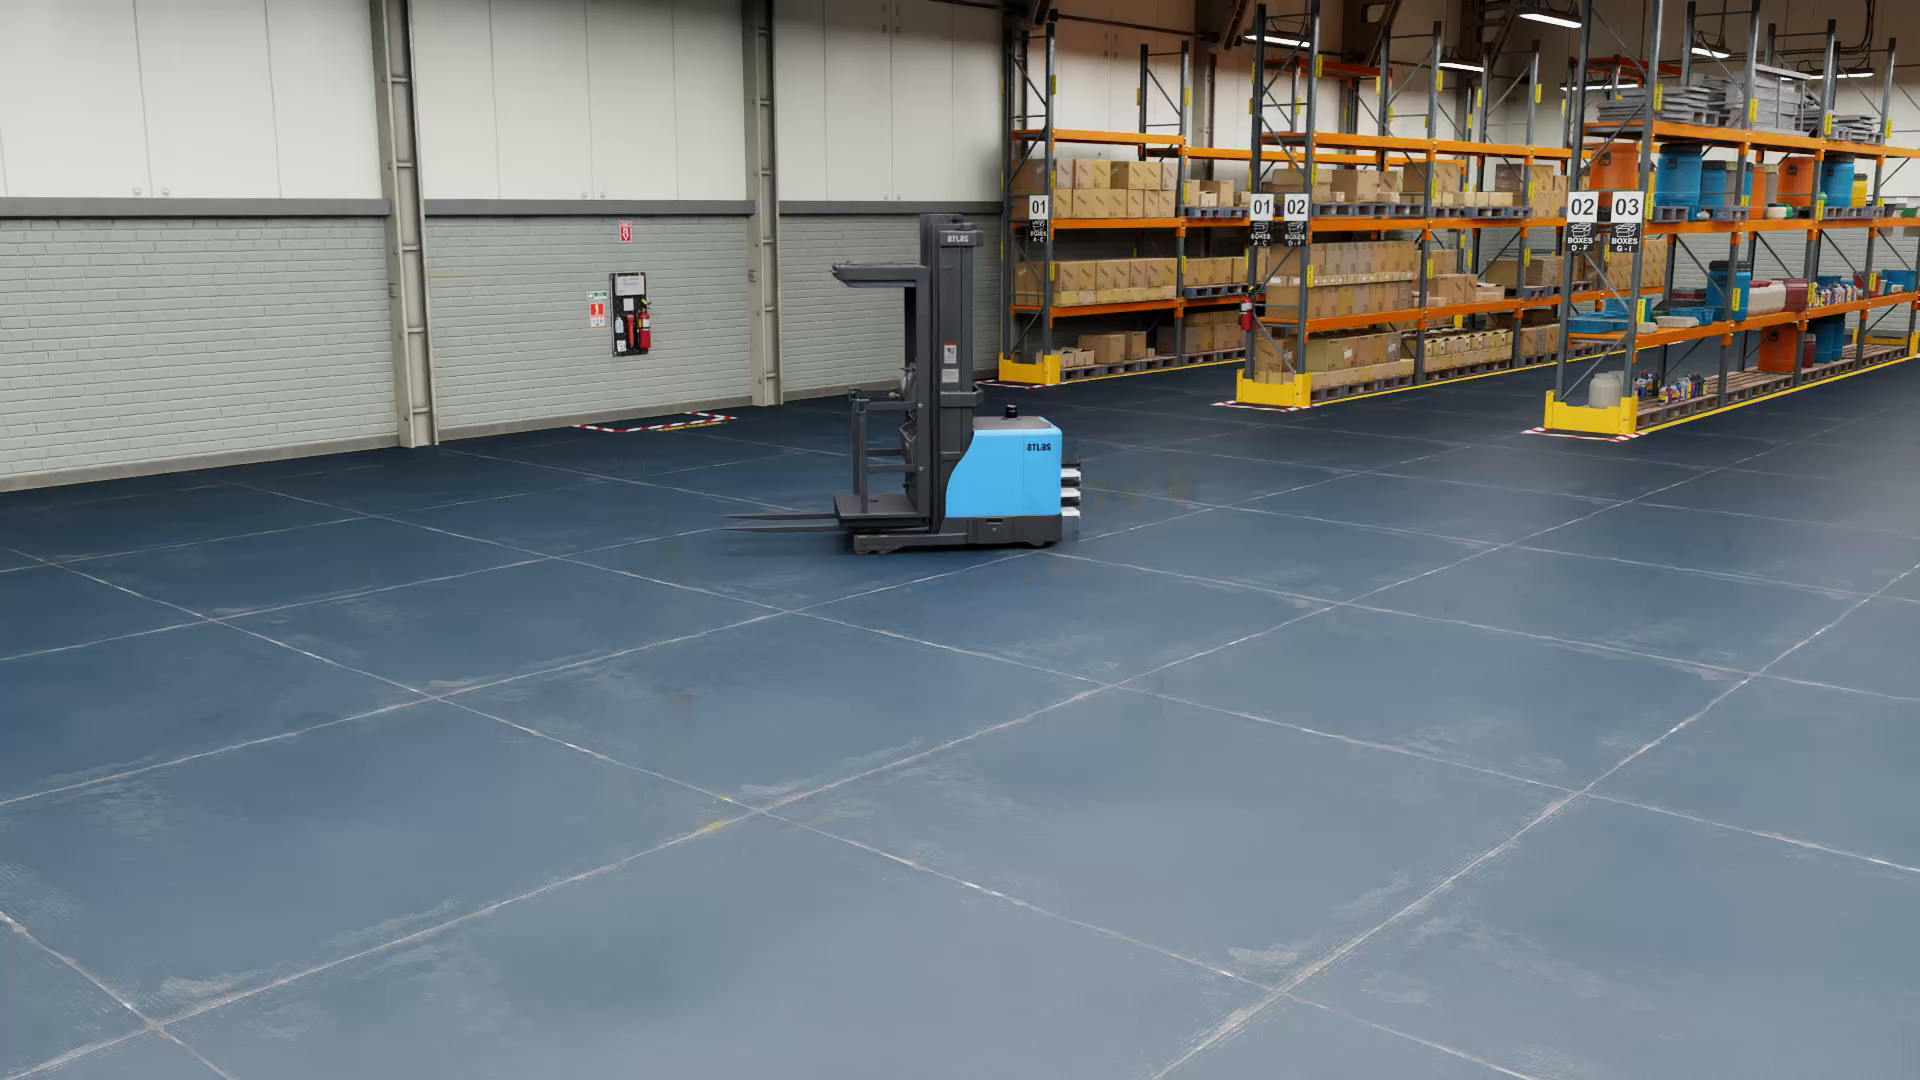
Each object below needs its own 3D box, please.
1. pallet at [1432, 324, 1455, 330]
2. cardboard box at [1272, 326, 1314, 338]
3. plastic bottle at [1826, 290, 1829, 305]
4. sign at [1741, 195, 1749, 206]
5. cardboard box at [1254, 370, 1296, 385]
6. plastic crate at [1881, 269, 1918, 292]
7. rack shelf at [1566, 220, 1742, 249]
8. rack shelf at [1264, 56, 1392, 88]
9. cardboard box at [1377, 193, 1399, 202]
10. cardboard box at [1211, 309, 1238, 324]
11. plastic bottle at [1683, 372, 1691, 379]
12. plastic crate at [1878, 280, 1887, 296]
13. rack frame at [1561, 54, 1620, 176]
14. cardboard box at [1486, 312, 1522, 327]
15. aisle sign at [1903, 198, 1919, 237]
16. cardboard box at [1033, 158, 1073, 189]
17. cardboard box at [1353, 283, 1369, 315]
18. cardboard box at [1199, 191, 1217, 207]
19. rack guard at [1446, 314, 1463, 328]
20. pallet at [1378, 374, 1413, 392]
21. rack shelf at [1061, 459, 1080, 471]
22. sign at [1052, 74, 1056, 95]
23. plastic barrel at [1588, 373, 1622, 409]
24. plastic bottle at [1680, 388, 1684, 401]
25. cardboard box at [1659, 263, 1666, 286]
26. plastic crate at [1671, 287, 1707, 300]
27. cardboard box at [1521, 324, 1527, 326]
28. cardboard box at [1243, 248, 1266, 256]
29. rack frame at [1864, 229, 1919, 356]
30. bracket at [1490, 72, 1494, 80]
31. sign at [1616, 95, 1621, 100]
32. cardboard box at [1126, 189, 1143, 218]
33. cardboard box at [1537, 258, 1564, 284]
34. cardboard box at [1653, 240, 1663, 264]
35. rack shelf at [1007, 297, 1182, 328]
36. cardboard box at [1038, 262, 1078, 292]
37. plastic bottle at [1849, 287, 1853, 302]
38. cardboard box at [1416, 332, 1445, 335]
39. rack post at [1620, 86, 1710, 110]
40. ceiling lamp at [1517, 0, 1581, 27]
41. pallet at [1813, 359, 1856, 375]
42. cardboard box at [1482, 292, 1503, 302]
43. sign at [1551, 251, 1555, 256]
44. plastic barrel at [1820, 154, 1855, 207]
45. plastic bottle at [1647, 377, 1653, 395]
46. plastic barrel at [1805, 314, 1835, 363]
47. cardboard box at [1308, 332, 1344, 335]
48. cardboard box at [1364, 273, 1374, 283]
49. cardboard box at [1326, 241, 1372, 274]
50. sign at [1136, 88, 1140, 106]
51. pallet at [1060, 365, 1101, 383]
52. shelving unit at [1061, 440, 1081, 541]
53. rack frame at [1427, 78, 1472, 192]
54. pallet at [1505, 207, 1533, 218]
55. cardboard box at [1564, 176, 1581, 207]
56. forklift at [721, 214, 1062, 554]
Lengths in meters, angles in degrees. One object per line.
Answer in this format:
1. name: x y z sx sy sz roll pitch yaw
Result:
1. pallet: 11.253 -5.098 40.237 1.003 0.211 1.213 10 15 40
2. cardboard box: 7.025 -4.660 35.337 0.750 0.750 0.750 10 15 40
3. plastic bottle: 15.271 -4.278 29.338 0.097 0.271 0.097 0 11 0
4. sign: 11.649 -4.950 24.692 0.100 0.325 0.005 10 15 40
5. cardboard box: 5.016 -2.574 26.428 0.500 0.250 0.500 10 15 40
6. plastic crate: 19.083 -5.286 33.814 0.616 0.435 0.499 10 15 40
7. rack shelf: 9.923 -4.371 23.655 1.077 0.370 4.000 10 15 40
8. rack shelf: 7.762 -9.930 35.341 1.077 0.370 4.000 10 15 40
9. cardboard box: 6.934 -5.598 27.171 0.380 0.149 0.250 10 15 40
10. cardboard box: 5.246 -4.509 33.514 0.500 0.250 0.500 10 15 40
11. plastic bottle: 10.926 -2.351 25.000 0.144 0.351 0.185 10 15 40
12. plastic crate: 17.670 -4.896 32.255 0.437 0.282 0.530 10 15 40
13. rack frame: 12.805 -8.307 33.866 1.000 3.000 0.127 10 15 40
14. cardboard box: 10.640 -4.311 32.520 0.500 0.250 0.500 11 15 42
15. aisle sign: 19.432 -6.560 33.799 0.394 0.787 0.004 10 15 40
16. cardboard box: 1.597 -6.285 28.541 0.500 0.500 0.500 8 14 36
17. cardboard box: 6.222 -3.944 27.082 0.700 0.500 0.500 10 15 42
18. cardboard box: 4.629 -6.622 32.243 0.500 0.311 0.500 10 15 42
19. rack guard: 11.738 -5.371 40.866 1.175 0.500 0.348 10 15 40
20. pallet: 6.968 -2.709 28.275 1.003 0.211 1.213 10 15 40
21. rack shelf: 0.976 -0.686 15.179 0.200 0.077 0.258 -1 11 -7
22. sign: 1.568 -7.608 27.780 0.100 0.325 0.005 10 15 40
23. plastic barrel: 8.979 -2.051 23.142 0.421 0.512 0.421 0 11 0
24. plastic bottle: 10.527 -2.139 24.320 0.097 0.201 0.097 0 11 0
25. cardboard box: 15.355 -5.902 36.884 0.500 0.500 0.500 10 15 42
26. plastic crate: 11.333 -3.689 25.900 0.402 0.464 0.583 10 15 40
27. cardboard box: 10.948 -4.011 32.930 0.500 0.500 0.500 9 14 38
28. cardboard box: 6.035 -5.896 34.074 0.380 0.149 0.250 7 13 31
29. rack frame: 19.164 -5.313 34.191 1.000 3.000 0.127 10 15 40
30. bracket: 13.396 -11.825 42.288 0.235 0.232 0.430 10 15 40
31. sign: 13.226 -8.772 33.404 0.100 0.325 0.005 10 15 40
32. cardboard box: 2.973 -6.092 30.130 0.500 0.500 0.500 9 14 38
33. cardboard box: 11.686 -5.352 33.061 0.700 0.500 0.500 6 13 26
34. cardboard box: 15.026 -6.318 36.414 0.500 0.500 0.500 10 15 42
35. rack shelf: 2.481 -4.181 30.362 1.077 0.370 4.000 10 15 40
36. cardboard box: 1.702 -4.575 28.914 0.500 0.500 0.500 10 15 40
37. plastic bottle: 16.265 -4.510 30.488 0.152 0.276 0.135 10 15 40
38. cardboard box: 8.581 -3.641 30.339 0.500 0.311 0.500 10 15 40
39. rack post: 9.858 -6.153 23.272 0.937 0.300 0.954 9 15 39
40. ceiling lamp: 9.463 -9.623 25.550 0.800 3.185 2.000 10 15 40
41. pallet: 15.983 -3.249 30.976 1.003 0.211 1.213 10 15 40
42. cardboard box: 9.779 -4.485 30.690 0.380 0.149 0.250 10 15 40
43. sign: 12.393 -5.859 34.714 0.100 0.325 0.005 10 15 40
44. plastic barrel: 15.512 -6.376 29.504 0.600 0.901 0.708 10 15 40
45. plastic bottle: 10.393 -2.323 25.064 0.097 0.271 0.097 0 11 0
46. plastic barrel: 15.684 -3.719 30.497 0.600 0.901 0.708 10 15 40
47. cardboard box: 5.995 -3.165 27.470 0.500 0.500 0.500 10 15 40
48. cardboard box: 6.494 -4.261 27.016 0.380 0.149 0.250 10 15 42
49. cardboard box: 6.243 -4.586 26.983 0.700 0.500 0.500 10 15 40
50. sign: 3.380 -8.377 31.425 0.100 0.325 0.005 10 15 40
51. pallet: 1.774 -2.998 29.722 1.003 0.211 1.213 10 15 40
52. shelving unit: 0.976 -0.454 15.226 0.210 0.900 0.258 -1 11 -7
53. rack frame: 11.722 -9.535 40.016 1.000 3.000 0.127 10 15 40
54. pallet: 9.784 -6.044 30.674 1.213 0.211 1.003 11 16 43
55. cardboard box: 11.994 -6.974 33.268 0.600 0.600 0.600 10 15 40
56. forklift: -0.642 -1.421 14.881 3.031 2.935 1.130 -1 11 -7
